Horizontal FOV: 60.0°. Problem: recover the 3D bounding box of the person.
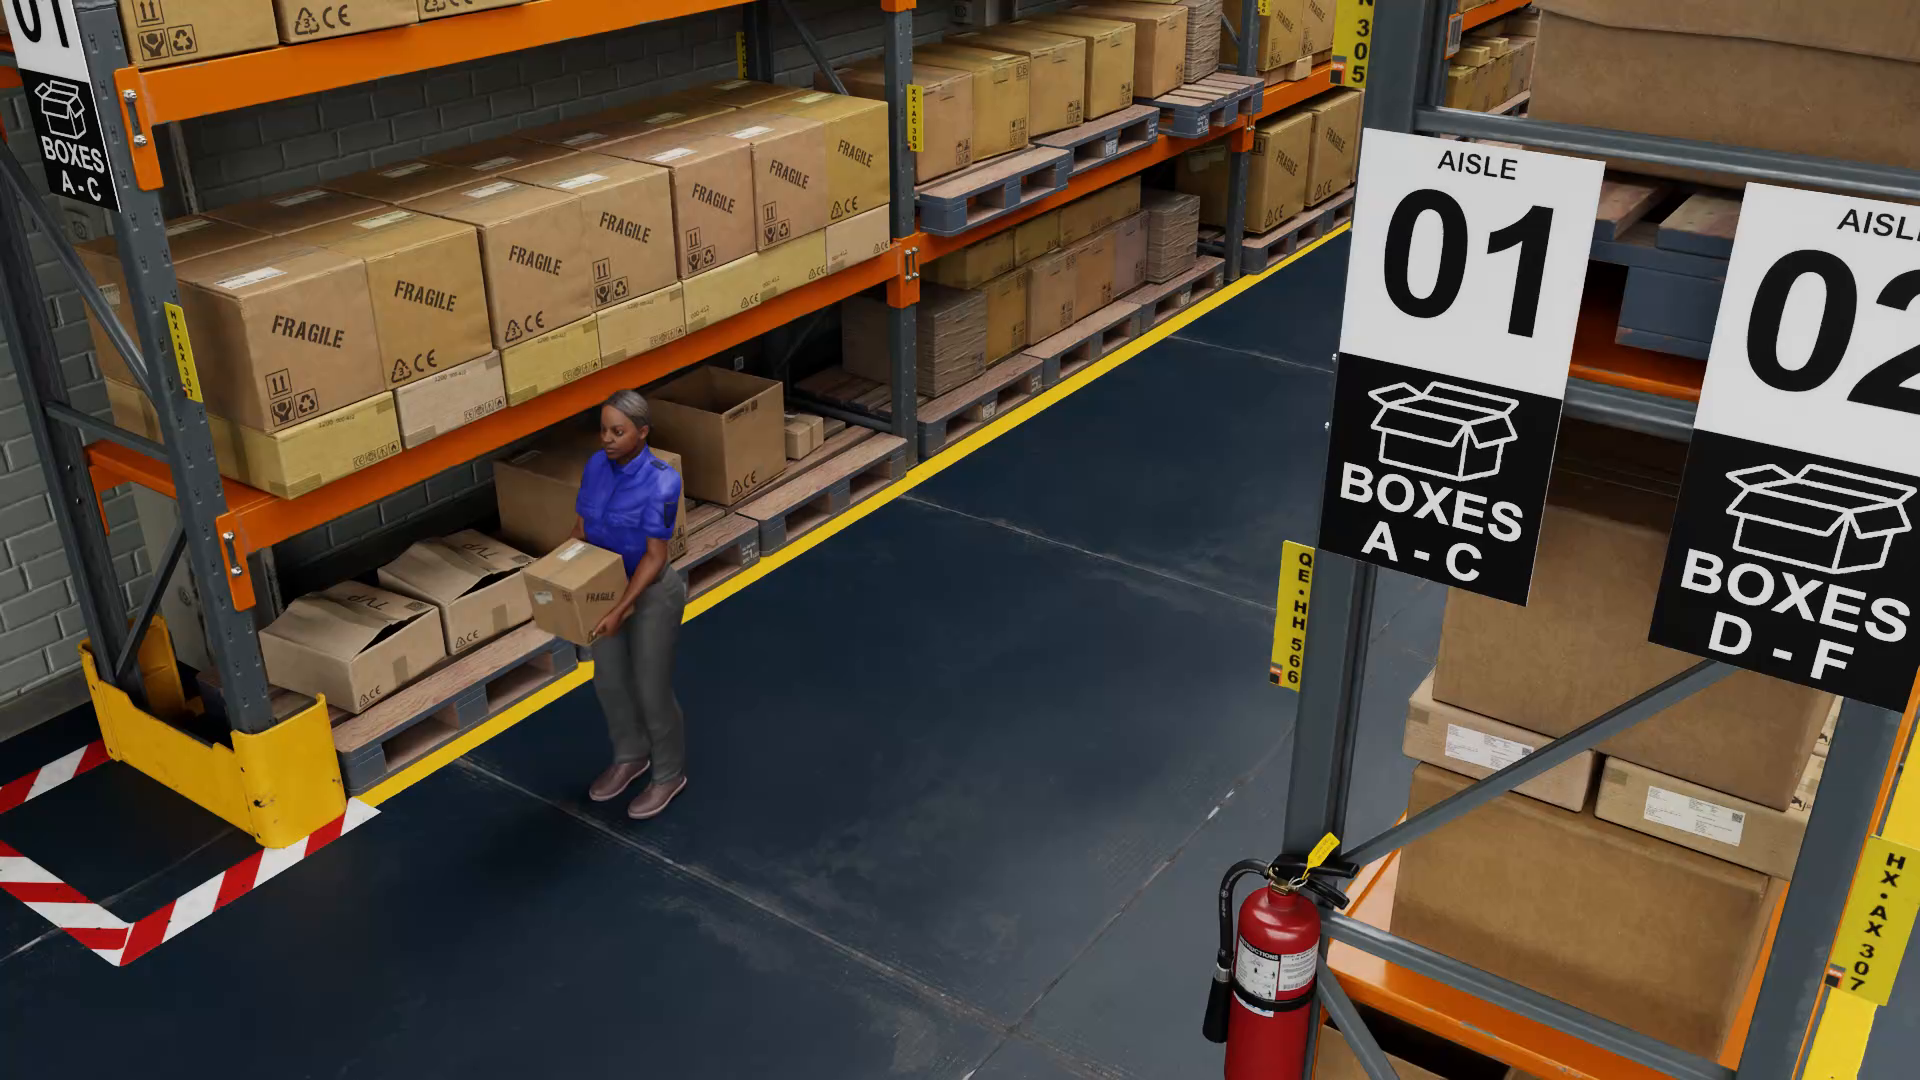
[{"bbox_3d":[-1.259,0.259,6.128,0.441,1.656,0.501,17,32,30],"label":"person"}]
